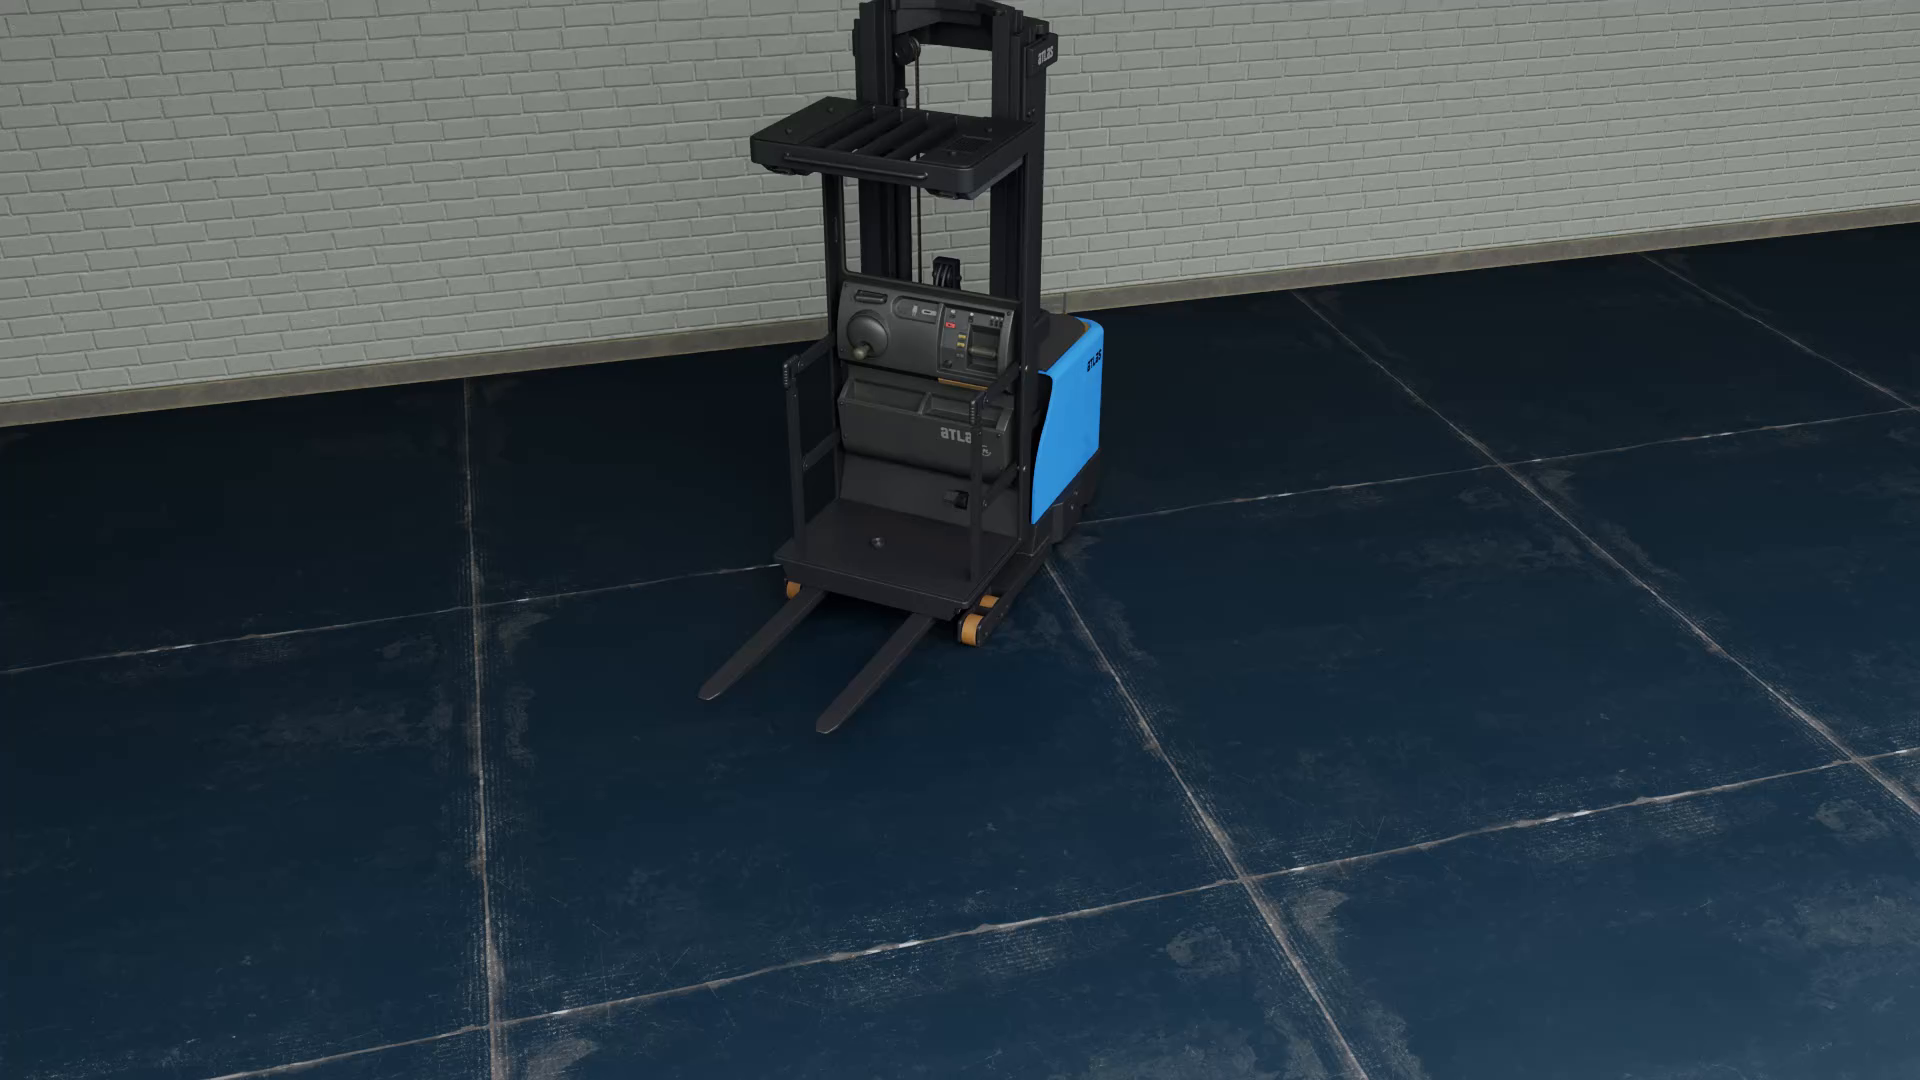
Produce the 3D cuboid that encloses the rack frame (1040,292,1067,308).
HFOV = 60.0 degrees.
[{"bbox_3d":[0.518,-0.981,9.898,0.200,1.050,0.008,2,30,4],"label":"rack frame"}]

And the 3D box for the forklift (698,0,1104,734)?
[{"bbox_3d":[-0.262,-0.981,8.020,1.130,2.935,3.031,13,32,21],"label":"forklift"}]

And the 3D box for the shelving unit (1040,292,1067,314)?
[{"bbox_3d":[0.508,-0.921,9.792,0.215,1.050,0.252,2,30,4],"label":"shelving unit"}]

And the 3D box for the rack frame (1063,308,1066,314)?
[{"bbox_3d":[0.499,-0.860,9.687,0.200,1.050,0.008,2,30,4],"label":"rack frame"}]
